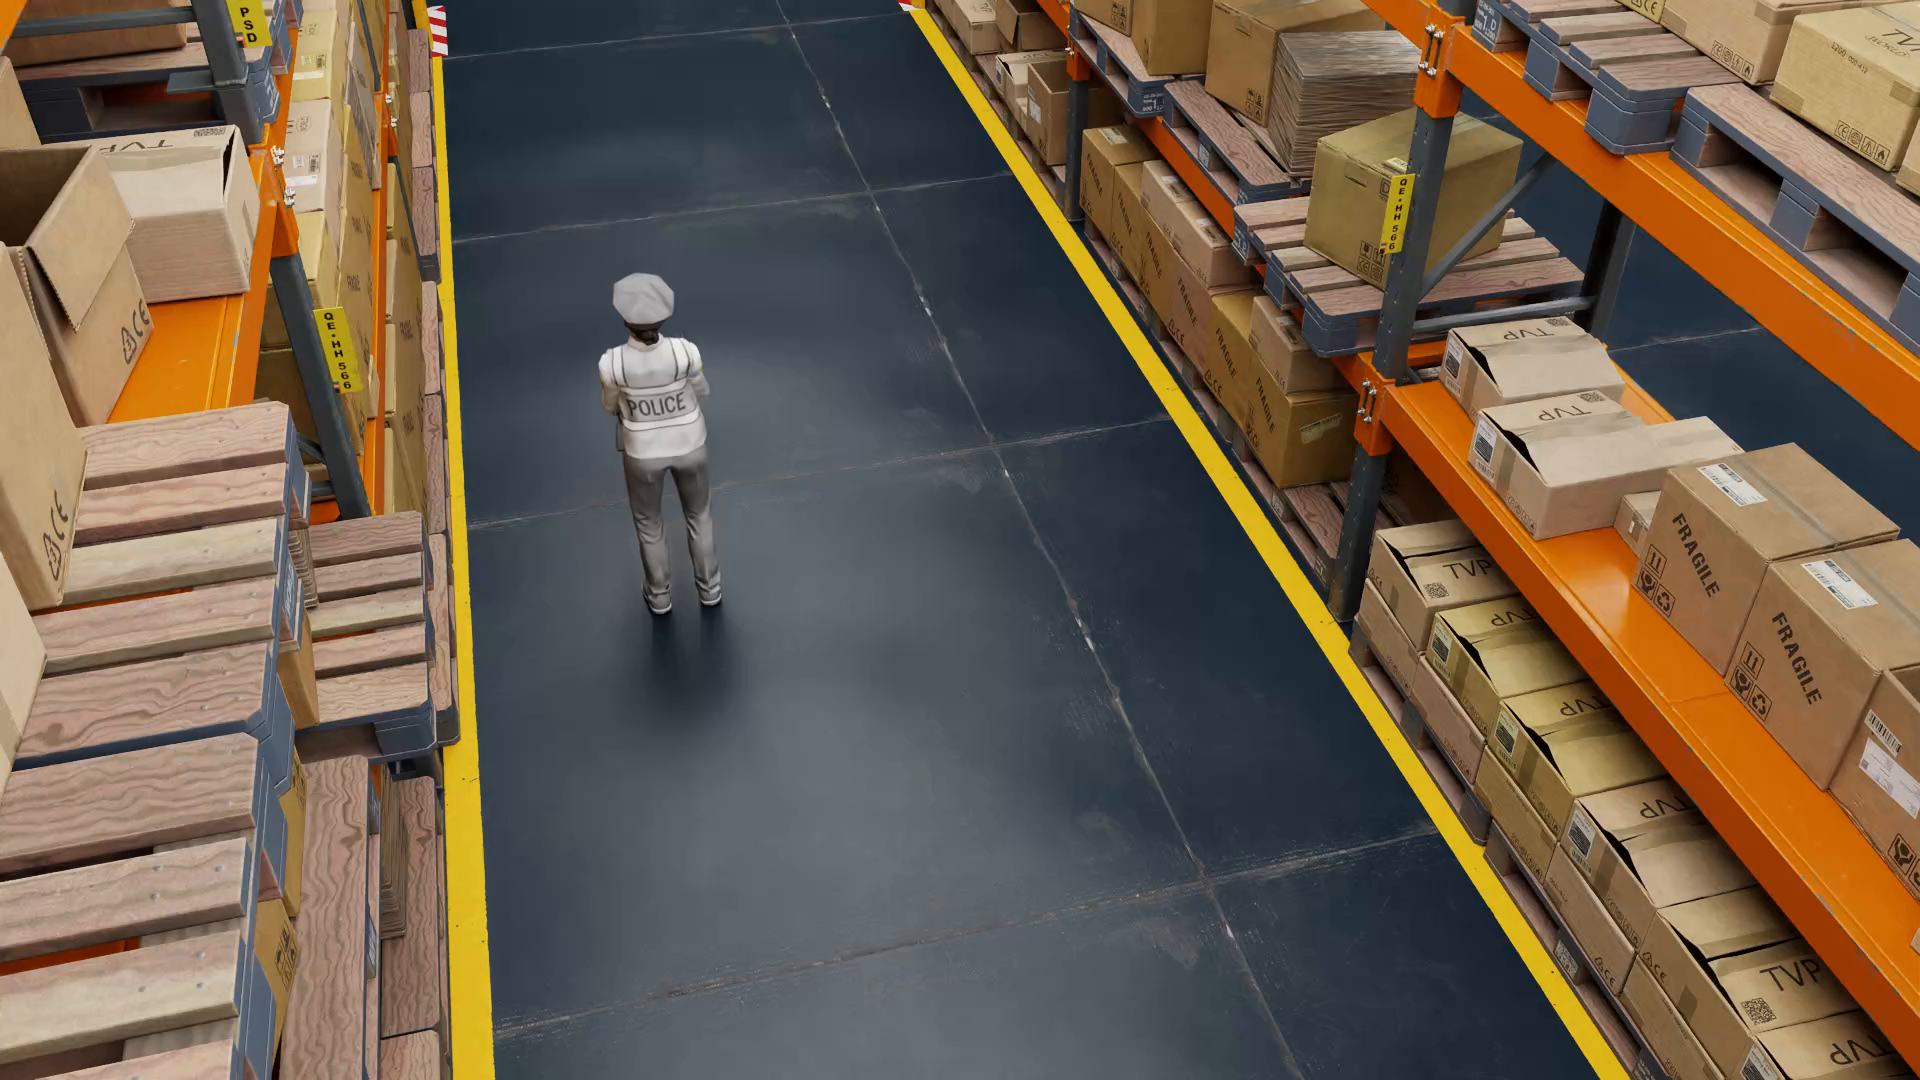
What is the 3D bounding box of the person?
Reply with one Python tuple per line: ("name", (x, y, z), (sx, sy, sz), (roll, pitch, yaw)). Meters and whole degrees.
("person", (-1.302, -0.443, 7.255), (0.457, 1.691, 0.528), (-9, 39, -12))
